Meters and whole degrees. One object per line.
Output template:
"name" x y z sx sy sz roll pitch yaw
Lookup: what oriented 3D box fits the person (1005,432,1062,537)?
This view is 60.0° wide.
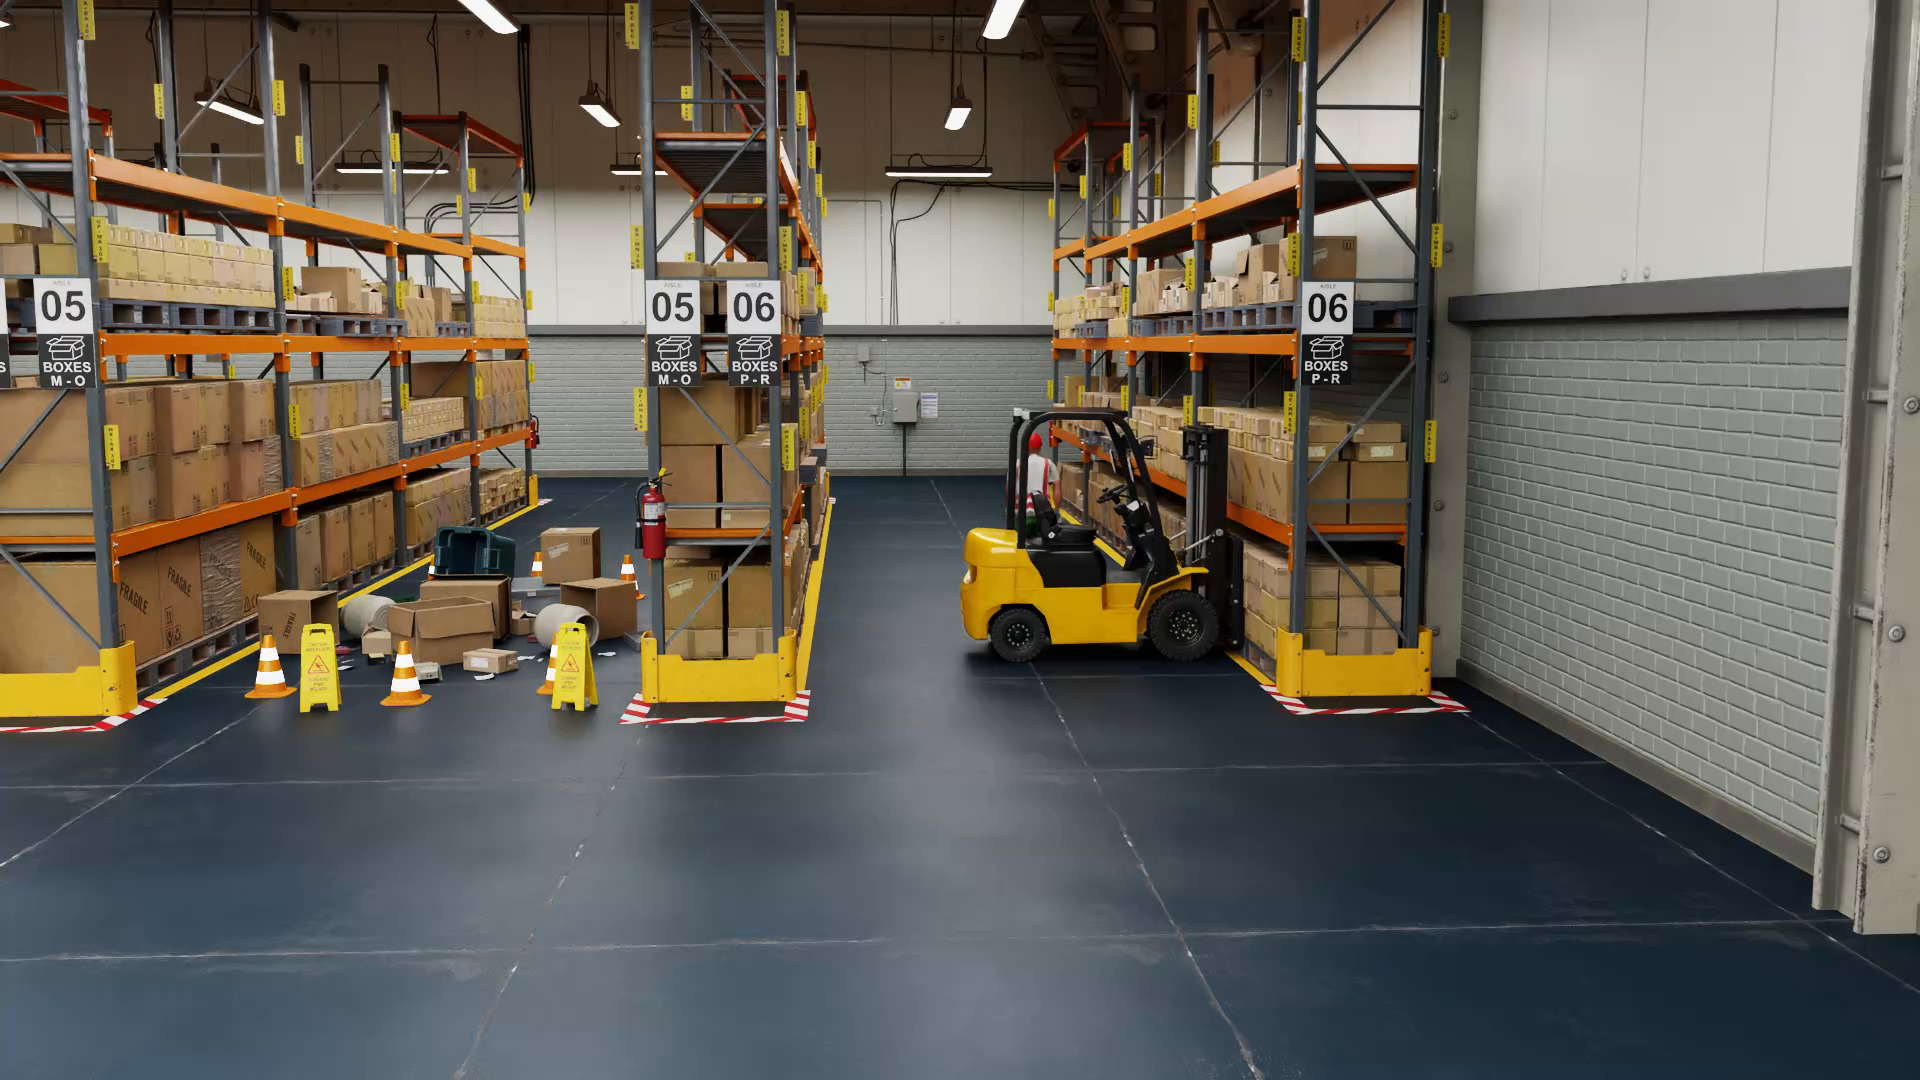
"person" 0.805 -0.272 17.940 0.600 1.765 0.645 -1 7 -7
